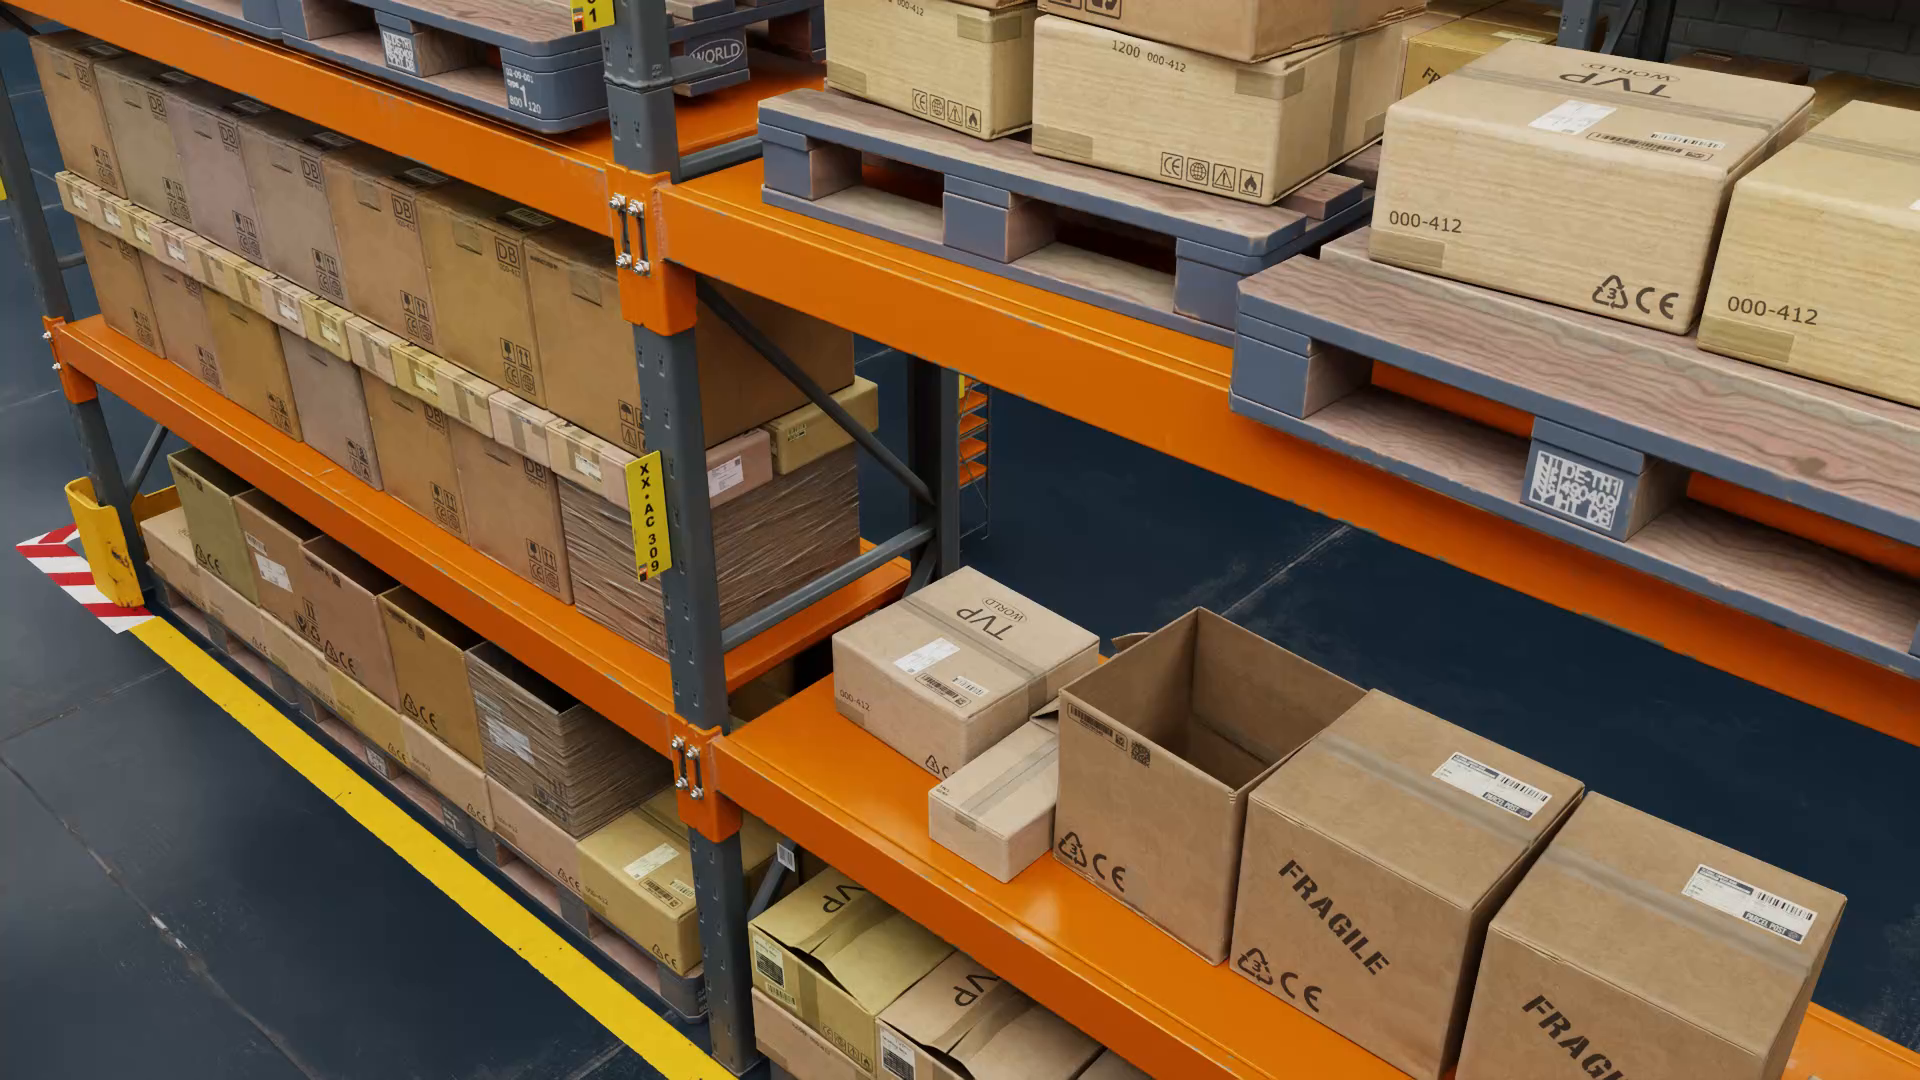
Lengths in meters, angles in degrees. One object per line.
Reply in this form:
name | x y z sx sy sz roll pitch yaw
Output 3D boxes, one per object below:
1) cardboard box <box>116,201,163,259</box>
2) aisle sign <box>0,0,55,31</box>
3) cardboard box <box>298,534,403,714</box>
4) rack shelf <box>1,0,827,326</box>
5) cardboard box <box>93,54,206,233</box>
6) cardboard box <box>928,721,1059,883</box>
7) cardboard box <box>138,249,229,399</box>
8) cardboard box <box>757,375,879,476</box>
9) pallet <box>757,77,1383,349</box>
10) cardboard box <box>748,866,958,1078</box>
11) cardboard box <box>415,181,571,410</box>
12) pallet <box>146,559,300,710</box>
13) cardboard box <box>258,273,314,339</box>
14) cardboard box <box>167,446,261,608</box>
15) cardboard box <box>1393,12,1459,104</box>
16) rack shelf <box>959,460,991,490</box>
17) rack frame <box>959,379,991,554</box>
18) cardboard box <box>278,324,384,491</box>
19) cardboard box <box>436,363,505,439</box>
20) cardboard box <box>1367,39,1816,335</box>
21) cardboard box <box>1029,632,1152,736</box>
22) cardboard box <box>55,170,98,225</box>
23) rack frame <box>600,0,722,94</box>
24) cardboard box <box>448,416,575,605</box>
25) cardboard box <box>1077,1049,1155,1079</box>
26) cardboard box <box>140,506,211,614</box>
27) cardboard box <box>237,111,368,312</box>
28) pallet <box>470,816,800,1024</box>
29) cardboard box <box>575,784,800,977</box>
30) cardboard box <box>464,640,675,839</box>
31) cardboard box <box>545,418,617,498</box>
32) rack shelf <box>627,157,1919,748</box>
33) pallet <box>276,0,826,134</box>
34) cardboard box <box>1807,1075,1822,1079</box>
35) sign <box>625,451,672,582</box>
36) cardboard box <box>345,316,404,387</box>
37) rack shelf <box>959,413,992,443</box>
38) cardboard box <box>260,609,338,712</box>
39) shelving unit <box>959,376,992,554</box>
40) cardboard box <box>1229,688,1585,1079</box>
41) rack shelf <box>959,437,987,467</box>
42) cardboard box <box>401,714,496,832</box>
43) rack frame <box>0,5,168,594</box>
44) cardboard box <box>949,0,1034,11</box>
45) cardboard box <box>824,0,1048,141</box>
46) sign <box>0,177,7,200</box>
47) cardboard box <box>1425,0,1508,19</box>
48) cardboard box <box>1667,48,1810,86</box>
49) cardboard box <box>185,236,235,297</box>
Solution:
cardboard box | -2.817 -1.173 6.064 0.250 0.149 0.380 25 39 35
aisle sign | -3.600 -2.267 6.086 0.004 0.787 0.394 25 39 35
cardboard box | -1.987 0.220 6.007 0.500 0.500 0.500 25 39 35
rack shelf | -1.863 -1.532 5.175 4.000 0.370 1.077 25 39 35
cardboard box | -2.575 -1.481 5.947 0.500 0.500 0.700 24 38 34
cardboard box | 0.140 0.630 4.039 0.250 0.149 0.380 25 39 35
cardboard box | -2.615 -0.944 6.312 0.500 0.500 0.700 26 40 36
cardboard box | -0.449 -0.351 4.698 0.250 0.149 0.380 25 39 35
pallet | 0.283 -0.766 3.391 1.217 0.209 0.805 23 38 33
cardboard box | -0.240 1.133 4.674 0.500 0.311 0.500 25 39 35
cardboard box | -1.088 -0.787 4.794 0.500 0.500 0.700 25 39 35
pallet | -2.750 0.196 7.219 1.213 0.211 1.003 25 39 35
cardboard box | -2.060 -0.817 5.474 0.250 0.149 0.380 25 39 36
cardboard box | -2.725 -0.127 6.585 0.500 0.500 0.500 25 39 35
cardboard box | 2.010 -2.240 7.961 0.500 0.500 0.500 25 39 35
rack shelf | -0.011 -0.275 7.596 0.180 0.103 0.258 25 39 35
rack frame | 0.057 -0.487 7.396 0.006 1.200 0.240 25 39 35
cardboard box | -1.858 -0.589 5.723 0.500 0.500 0.700 26 40 36
cardboard box | -1.298 -0.462 4.884 0.250 0.149 0.380 25 39 35
cardboard box | 0.997 -0.578 2.632 0.500 0.250 0.500 21 37 31
cardboard box | 0.395 0.429 4.260 0.258 0.266 0.396 24 38 34
cardboard box | -3.199 -1.350 6.358 0.250 0.149 0.380 25 39 35
rack frame | -0.380 -2.433 3.067 0.127 3.000 1.000 25 39 35
cardboard box | -1.108 -0.237 5.138 0.500 0.500 0.700 25 39 35
cardboard box | 0.512 1.487 4.086 0.500 0.311 0.500 24 38 34
cardboard box | -3.097 0.022 7.065 0.500 0.250 0.500 25 39 35
cardboard box | -1.829 -1.134 5.370 0.500 0.500 0.700 25 39 35
pallet | -0.941 1.041 5.817 1.213 0.211 1.003 25 39 35
cardboard box | -0.870 1.058 5.342 0.500 0.250 0.500 25 39 35
cardboard box | -1.233 0.560 5.444 0.500 0.500 0.500 25 39 35
cardboard box | -0.907 -0.282 4.584 0.250 0.149 0.380 24 39 34
rack shelf | 1.103 -0.148 2.876 4.000 0.370 1.077 25 39 35
pallet | -1.029 -1.395 4.337 1.213 0.211 1.003 25 39 35
cardboard box | 1.603 1.209 3.076 0.380 0.149 0.250 -26 40 -36
sign | -0.751 -0.055 4.017 0.005 0.325 0.100 25 39 35
cardboard box | -1.665 -0.636 5.172 0.250 0.149 0.380 26 40 36
rack shelf | -0.011 -0.481 7.472 0.180 0.103 0.258 25 39 35
cardboard box | -2.353 0.366 6.492 0.500 0.250 0.500 25 39 35
shelving unit | -0.011 -0.519 7.449 0.189 1.200 0.258 25 39 35
cardboard box | 0.941 0.722 3.545 0.500 0.500 0.500 25 39 35
rack shelf | -0.011 -0.378 7.534 0.180 0.103 0.258 25 39 35
cardboard box | -1.615 0.714 5.914 0.500 0.250 0.500 25 39 35
rack frame | -3.345 -1.247 6.913 0.127 3.000 1.000 25 39 35
cardboard box | 0.051 -1.356 3.197 0.500 0.500 0.500 26 39 36
cardboard box | 0.071 -1.047 3.410 0.500 0.250 0.500 -25 39 -35
sign | -3.722 -1.442 6.321 0.005 0.325 0.100 25 39 35
cardboard box | 2.352 -2.447 8.305 0.500 0.500 0.500 25 39 35
cardboard box | 3.296 -1.801 7.309 0.500 0.500 0.700 25 39 35
cardboard box | -2.432 -0.993 5.765 0.250 0.149 0.380 24 38 34
